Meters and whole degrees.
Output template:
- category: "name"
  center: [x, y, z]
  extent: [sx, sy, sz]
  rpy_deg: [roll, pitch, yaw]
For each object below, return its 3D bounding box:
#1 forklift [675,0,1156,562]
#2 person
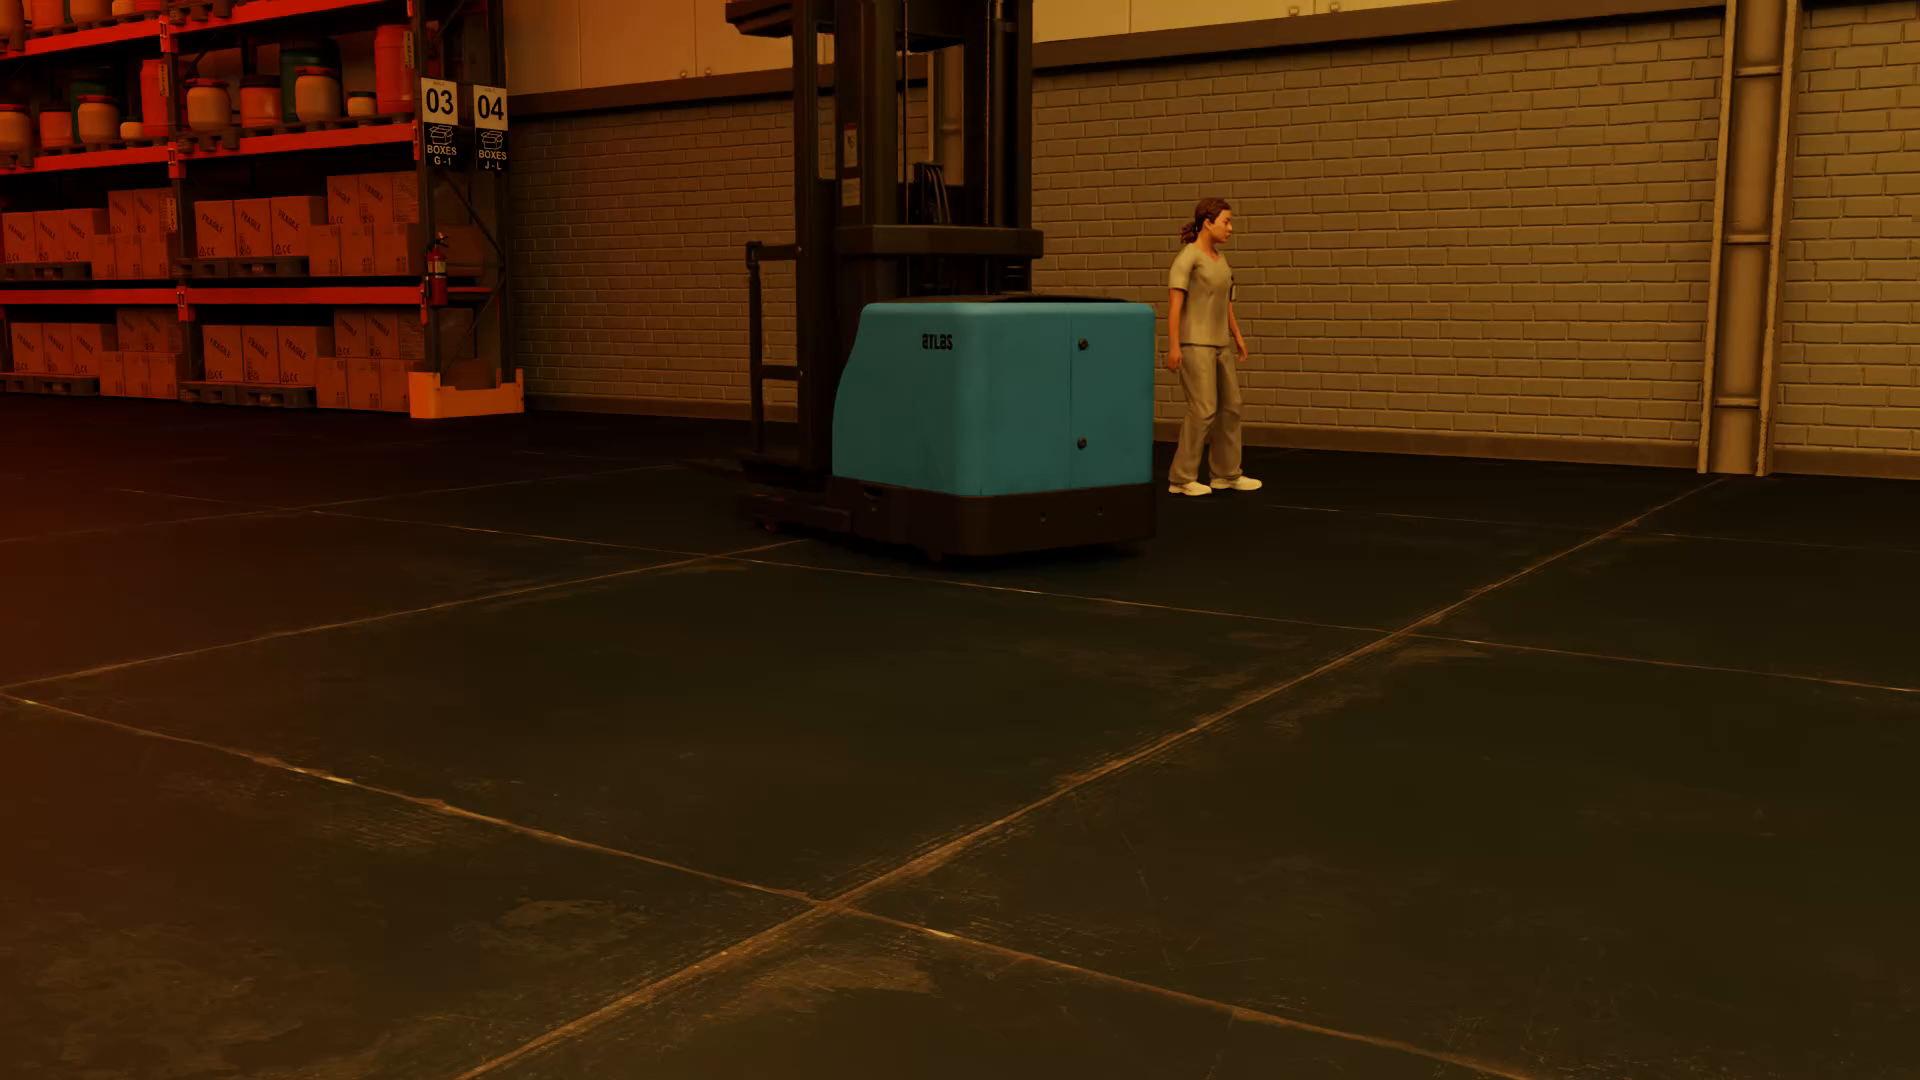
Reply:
- category: "forklift"
  center: [-0.417, -1.525, 7.917]
  extent: [1.130, 2.935, 3.031]
  rpy_deg: [-6, 10, -35]
- category: "person"
  center: [1.408, -1.084, 9.355]
  extent: [0.387, 1.655, 0.663]
  rpy_deg: [6, 10, 37]
